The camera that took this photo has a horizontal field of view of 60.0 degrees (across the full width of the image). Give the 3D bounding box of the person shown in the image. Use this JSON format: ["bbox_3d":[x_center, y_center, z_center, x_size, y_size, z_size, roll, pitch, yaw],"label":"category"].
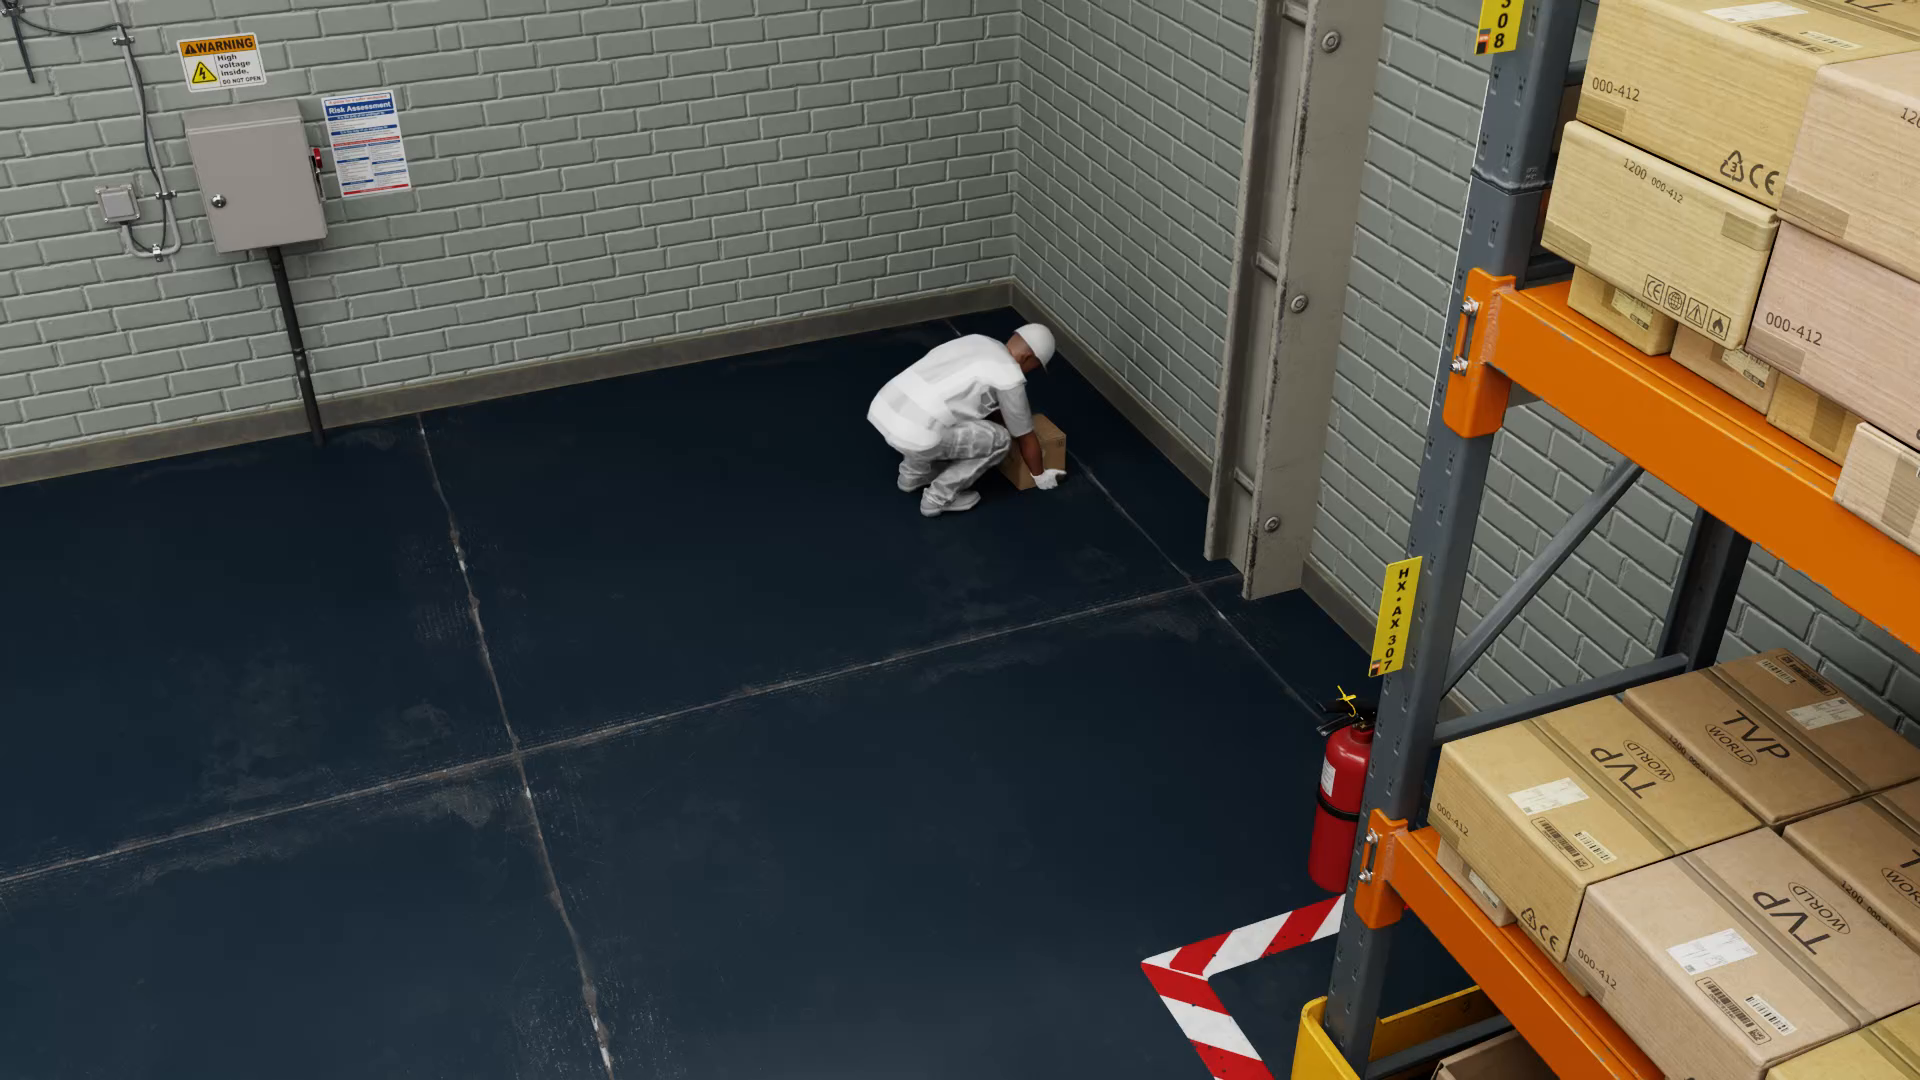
[{"bbox_3d":[0.028,-0.565,7.970,0.961,0.842,0.554,-16,36,-23],"label":"person"}]
